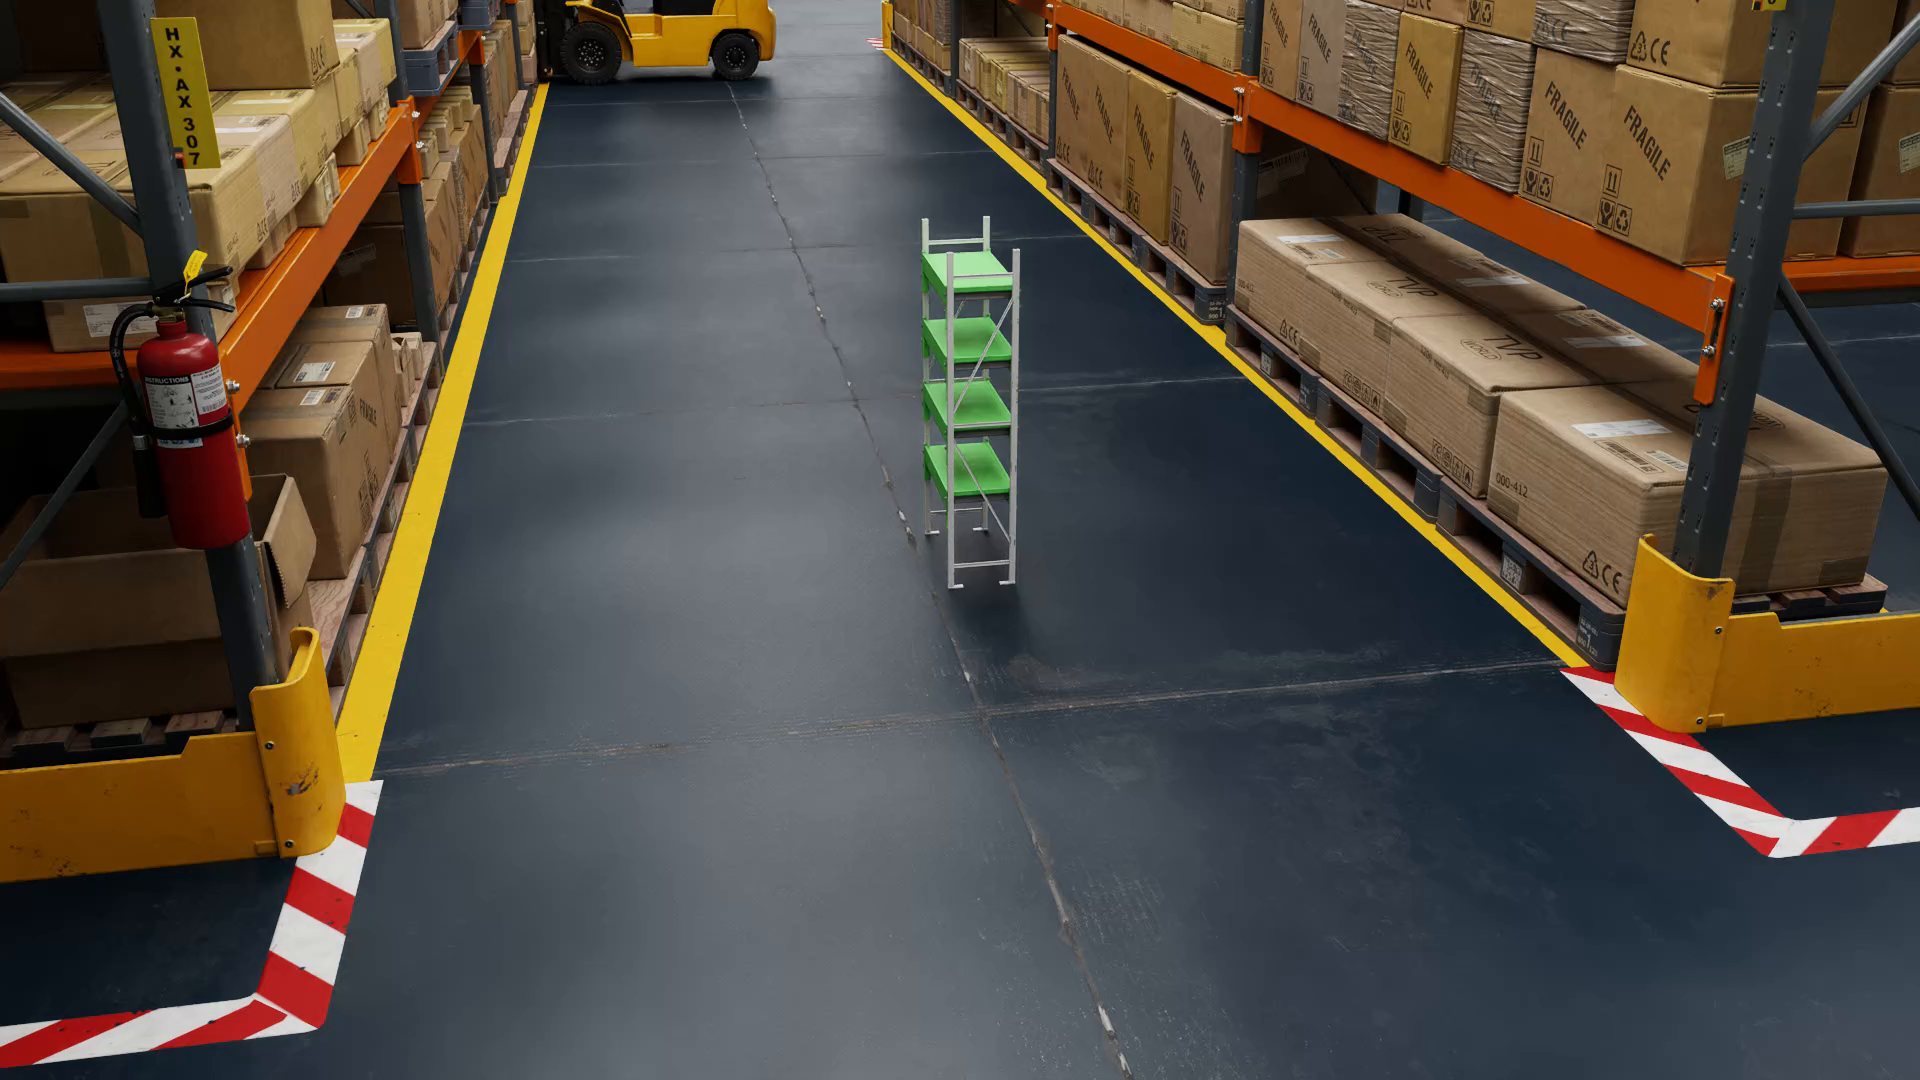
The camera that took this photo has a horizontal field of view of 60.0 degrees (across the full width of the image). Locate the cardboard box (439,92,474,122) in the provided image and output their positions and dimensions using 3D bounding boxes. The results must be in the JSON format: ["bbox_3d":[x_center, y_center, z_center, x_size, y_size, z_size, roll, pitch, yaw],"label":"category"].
[{"bbox_3d":[-3.304,-2.757,10.603,0.380,0.149,0.250,-6,24,-12],"label":"cardboard box"}]

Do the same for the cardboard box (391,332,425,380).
[{"bbox_3d":[-2.594,-0.809,7.391,0.380,0.149,0.250,-5,24,-11],"label":"cardboard box"}]

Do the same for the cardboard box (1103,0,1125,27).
[{"bbox_3d":[1.199,-3.375,10.417,0.500,0.250,0.500,-4,24,-8],"label":"cardboard box"}]

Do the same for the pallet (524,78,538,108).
[{"bbox_3d":[-4.571,-4.305,15.842,1.003,0.211,1.213,-4,24,-10],"label":"pallet"}]

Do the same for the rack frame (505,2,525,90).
[{"bbox_3d":[-4.465,-5.267,14.561,1.000,3.000,0.127,-4,24,-10],"label":"rack frame"}]

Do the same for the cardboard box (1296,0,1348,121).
[{"bbox_3d":[1.811,-2.132,7.260,0.500,0.500,0.500,-4,24,-9],"label":"cardboard box"}]

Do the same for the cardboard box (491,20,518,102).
[{"bbox_3d":[-4.357,-4.166,14.484,0.875,0.625,0.625,-3,24,-7],"label":"cardboard box"}]

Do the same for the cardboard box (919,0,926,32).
[{"bbox_3d":[-0.152,-5.525,17.126,0.500,0.500,0.500,-3,24,-7],"label":"cardboard box"}]

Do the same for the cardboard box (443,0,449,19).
[{"bbox_3d":[-2.865,-2.826,8.615,0.396,0.266,0.258,-3,24,-7],"label":"cardboard box"}]

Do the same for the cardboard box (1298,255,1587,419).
[{"bbox_3d":[2.069,-0.900,7.240,0.875,0.438,0.875,-5,24,-11],"label":"cardboard box"}]

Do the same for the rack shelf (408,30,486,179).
[{"bbox_3d":[-3.355,-2.577,9.301,1.077,0.370,4.000,-4,24,-10],"label":"rack shelf"}]

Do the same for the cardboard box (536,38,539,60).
[{"bbox_3d":[-4.523,-5.015,16.895,0.500,0.250,0.500,-4,24,-8],"label":"cardboard box"}]

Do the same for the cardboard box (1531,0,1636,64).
[{"bbox_3d":[2.183,-1.795,5.238,0.500,0.500,0.500,-4,24,-10],"label":"cardboard box"}]

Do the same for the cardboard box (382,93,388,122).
[{"bbox_3d":[-2.609,-1.797,6.931,0.380,0.149,0.250,-4,24,-8],"label":"cardboard box"}]

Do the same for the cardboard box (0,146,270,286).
[{"bbox_3d":[-2.065,-0.813,4.179,0.500,0.250,0.500,-4,24,-9],"label":"cardboard box"}]

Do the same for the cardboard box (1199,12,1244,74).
[{"bbox_3d":[1.561,-2.578,8.592,0.500,0.250,0.500,-5,24,-11],"label":"cardboard box"}]

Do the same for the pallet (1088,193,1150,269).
[{"bbox_3d":[1.446,-1.990,10.542,1.003,0.211,1.213,-4,24,-10],"label":"pallet"}]

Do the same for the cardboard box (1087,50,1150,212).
[{"bbox_3d":[1.359,-2.652,10.704,0.875,0.875,0.875,-4,24,-9],"label":"cardboard box"}]

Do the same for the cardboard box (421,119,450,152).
[{"bbox_3d":[-3.167,-2.338,9.644,0.380,0.149,0.250,-5,24,-12],"label":"cardboard box"}]

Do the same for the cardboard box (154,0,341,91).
[{"bbox_3d":[-2.343,-1.746,5.379,0.500,0.500,0.500,-4,24,-8],"label":"cardboard box"}]

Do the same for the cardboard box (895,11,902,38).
[{"bbox_3d":[-0.450,-5.803,18.701,0.500,0.250,0.500,-5,24,-10],"label":"cardboard box"}]

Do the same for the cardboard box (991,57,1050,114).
[{"bbox_3d":[0.779,-3.862,14.103,0.950,0.372,0.625,-4,24,-8],"label":"cardboard box"}]

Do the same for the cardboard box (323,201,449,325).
[{"bbox_3d":[-2.854,-1.374,8.246,0.500,0.500,0.500,-3,24,-7],"label":"cardboard box"}]

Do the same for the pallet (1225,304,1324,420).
[{"bbox_3d":[1.956,-0.906,8.061,1.003,0.211,1.213,-4,24,-10],"label":"pallet"}]

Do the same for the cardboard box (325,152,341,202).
[{"bbox_3d":[-2.295,-1.194,5.549,0.380,0.149,0.250,-4,24,-9],"label":"cardboard box"}]

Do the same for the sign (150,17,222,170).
[{"bbox_3d":[-1.712,-0.984,3.673,0.100,0.325,0.005,-4,24,-10],"label":"sign"}]

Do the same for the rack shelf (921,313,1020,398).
[{"bbox_3d":[0.031,-0.646,5.790,0.258,0.148,0.480,-4,24,-10],"label":"rack shelf"}]

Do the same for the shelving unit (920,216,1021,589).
[{"bbox_3d":[0.031,-0.485,5.861,0.258,1.200,0.503,-4,24,-10],"label":"shelving unit"}]

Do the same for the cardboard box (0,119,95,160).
[{"bbox_3d":[-2.686,-0.978,4.558,0.500,0.250,0.500,-4,24,-10],"label":"cardboard box"}]

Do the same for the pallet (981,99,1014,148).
[{"bbox_3d":[0.787,-3.571,14.162,1.003,0.211,1.213,-4,24,-10],"label":"pallet"}]

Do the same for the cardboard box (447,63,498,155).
[{"bbox_3d":[-3.827,-3.044,11.914,0.875,0.625,0.625,-4,24,-8],"label":"cardboard box"}]

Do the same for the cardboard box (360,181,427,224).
[{"bbox_3d":[-2.790,-1.625,8.011,0.380,0.149,0.250,-3,24,-7],"label":"cardboard box"}]

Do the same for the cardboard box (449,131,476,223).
[{"bbox_3d":[-3.254,-2.187,10.107,0.500,0.500,0.500,-3,24,-7],"label":"cardboard box"}]

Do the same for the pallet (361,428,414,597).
[{"bbox_3d":[-2.630,-0.091,6.195,1.003,0.211,1.213,-4,24,-10],"label":"pallet"}]

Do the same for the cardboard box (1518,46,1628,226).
[{"bbox_3d":[2.204,-1.330,5.422,0.500,0.500,0.500,-5,24,-11],"label":"cardboard box"}]

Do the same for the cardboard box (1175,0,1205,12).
[{"bbox_3d":[1.472,-3.001,8.935,0.500,0.250,0.500,-4,24,-8],"label":"cardboard box"}]

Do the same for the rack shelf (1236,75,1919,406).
[{"bbox_3d":[2.262,-1.372,6.543,1.077,0.370,4.000,-4,24,-10],"label":"rack shelf"}]

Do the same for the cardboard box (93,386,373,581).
[{"bbox_3d":[-2.385,-0.180,5.513,0.700,0.500,0.500,-3,24,-8],"label":"cardboard box"}]

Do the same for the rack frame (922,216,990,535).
[{"bbox_3d":[-0.014,-0.581,6.081,0.240,1.200,0.015,-4,24,-10],"label":"rack frame"}]

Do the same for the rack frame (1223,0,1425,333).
[{"bbox_3d":[1.892,-2.489,8.201,1.000,3.000,0.127,-4,24,-10],"label":"rack frame"}]

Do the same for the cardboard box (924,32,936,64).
[{"bbox_3d":[-0.069,-4.989,16.837,0.500,0.250,0.500,-5,24,-11],"label":"cardboard box"}]

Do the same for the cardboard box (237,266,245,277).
[{"bbox_3d":[-2.212,-0.778,4.599,0.380,0.149,0.250,-5,24,-10],"label":"cardboard box"}]

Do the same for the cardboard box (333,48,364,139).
[{"bbox_3d":[-2.465,-1.612,6.009,0.500,0.250,0.500,-4,24,-10],"label":"cardboard box"}]

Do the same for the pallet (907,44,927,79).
[{"bbox_3d":[0.025,-5.100,17.664,1.003,0.211,1.213,-4,24,-10],"label":"pallet"}]

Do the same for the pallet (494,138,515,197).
[{"bbox_3d":[-3.839,-2.742,12.265,1.003,0.211,1.213,-4,24,-10],"label":"pallet"}]
